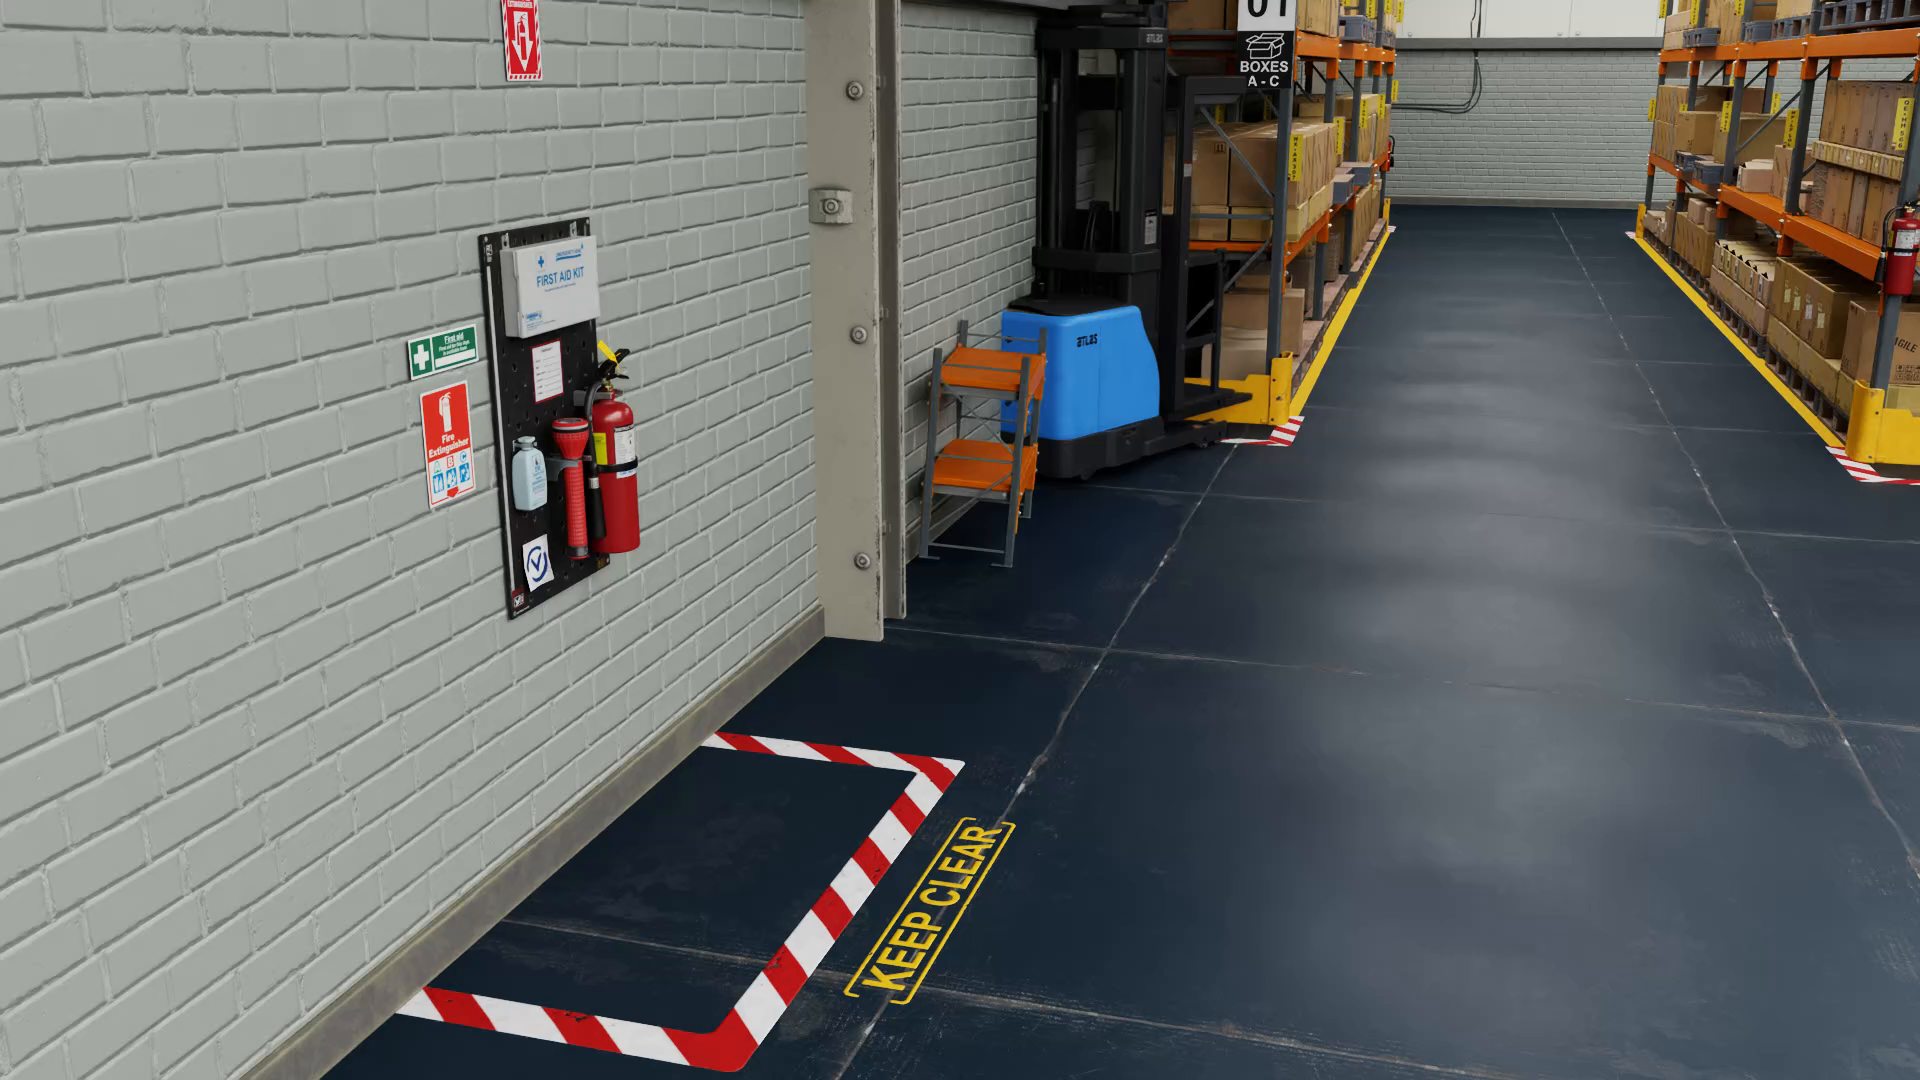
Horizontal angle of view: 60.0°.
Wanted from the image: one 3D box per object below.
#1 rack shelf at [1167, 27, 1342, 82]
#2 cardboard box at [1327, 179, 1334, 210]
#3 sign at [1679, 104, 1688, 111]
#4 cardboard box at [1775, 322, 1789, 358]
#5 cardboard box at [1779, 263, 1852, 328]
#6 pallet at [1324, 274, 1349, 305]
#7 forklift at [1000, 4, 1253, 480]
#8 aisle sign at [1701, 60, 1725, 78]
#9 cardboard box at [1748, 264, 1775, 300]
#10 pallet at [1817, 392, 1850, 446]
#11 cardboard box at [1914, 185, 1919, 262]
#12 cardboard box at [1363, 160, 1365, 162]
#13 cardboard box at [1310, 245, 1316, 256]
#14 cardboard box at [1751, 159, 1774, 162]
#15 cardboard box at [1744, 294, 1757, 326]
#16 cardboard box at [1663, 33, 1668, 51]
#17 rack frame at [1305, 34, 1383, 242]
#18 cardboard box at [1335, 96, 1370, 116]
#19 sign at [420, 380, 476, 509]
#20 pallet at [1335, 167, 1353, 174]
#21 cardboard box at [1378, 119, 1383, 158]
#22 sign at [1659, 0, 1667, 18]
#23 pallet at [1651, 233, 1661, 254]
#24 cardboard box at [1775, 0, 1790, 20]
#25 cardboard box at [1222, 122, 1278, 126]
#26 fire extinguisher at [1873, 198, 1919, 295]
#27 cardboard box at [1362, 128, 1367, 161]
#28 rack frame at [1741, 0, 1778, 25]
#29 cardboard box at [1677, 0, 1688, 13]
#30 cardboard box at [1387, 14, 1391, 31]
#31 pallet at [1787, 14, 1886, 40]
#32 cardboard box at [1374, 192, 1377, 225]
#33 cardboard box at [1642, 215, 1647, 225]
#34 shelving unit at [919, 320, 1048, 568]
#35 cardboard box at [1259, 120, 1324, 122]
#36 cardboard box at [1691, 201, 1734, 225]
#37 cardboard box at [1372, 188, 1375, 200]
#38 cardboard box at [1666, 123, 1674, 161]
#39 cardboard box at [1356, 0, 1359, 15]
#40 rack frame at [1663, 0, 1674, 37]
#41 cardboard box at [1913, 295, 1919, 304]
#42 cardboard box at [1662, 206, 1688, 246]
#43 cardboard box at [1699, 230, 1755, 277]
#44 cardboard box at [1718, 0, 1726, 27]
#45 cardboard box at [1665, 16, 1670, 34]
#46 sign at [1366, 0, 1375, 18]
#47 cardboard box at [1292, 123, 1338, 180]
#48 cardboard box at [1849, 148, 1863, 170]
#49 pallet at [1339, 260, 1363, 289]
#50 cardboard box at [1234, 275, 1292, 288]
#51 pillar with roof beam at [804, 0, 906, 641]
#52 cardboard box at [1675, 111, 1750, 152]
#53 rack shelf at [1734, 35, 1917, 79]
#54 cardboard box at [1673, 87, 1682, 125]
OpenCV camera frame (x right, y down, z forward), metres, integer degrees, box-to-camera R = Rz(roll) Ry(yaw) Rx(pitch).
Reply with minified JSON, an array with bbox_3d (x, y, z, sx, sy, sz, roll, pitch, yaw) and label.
[{"bbox_3d":[2.442,-3.978,13.678,1.077,0.370,4.000,5,16,16],"label":"rack shelf"},{"bbox_3d":[3.166,-3.194,15.332,0.500,0.250,0.500,5,16,16],"label":"cardboard box"},{"bbox_3d":[9.512,-5.571,21.885,0.100,0.325,0.005,5,16,16],"label":"sign"},{"bbox_3d":[7.192,-1.672,13.997,0.500,0.250,0.500,5,16,16],"label":"cardboard box"},{"bbox_3d":[7.194,-2.033,13.893,0.500,0.500,0.500,5,16,16],"label":"cardboard box"},{"bbox_3d":[3.924,-2.905,19.184,1.003,0.211,1.213,5,16,16],"label":"pallet"},{"bbox_3d":[1.232,-2.125,11.449,1.130,2.935,3.031,13,20,38],"label":"forklift"},{"bbox_3d":[11.484,-7.405,25.176,0.394,0.787,0.004,5,16,16],"label":"aisle sign"},{"bbox_3d":[7.743,-2.435,15.658,0.500,0.311,0.500,5,17,17],"label":"cardboard box"},{"bbox_3d":[6.801,-0.836,11.891,1.003,0.211,1.213,5,16,16],"label":"pallet"},{"bbox_3d":[6.769,-2.144,11.207,0.700,0.500,0.500,5,16,16],"label":"cardboard box"},{"bbox_3d":[5.142,-5.011,21.923,0.380,0.149,0.250,5,16,16],"label":"cardboard box"},{"bbox_3d":[3.486,-2.877,17.749,0.700,0.500,0.500,5,17,17],"label":"cardboard box"},{"bbox_3d":[8.752,-3.933,17.861,0.500,0.311,0.500,6,17,19],"label":"cardboard box"},{"bbox_3d":[7.746,-2.163,15.729,0.500,0.250,0.500,4,16,15],"label":"cardboard box"},{"bbox_3d":[10.781,-7.417,24.759,0.500,0.250,0.500,5,16,16],"label":"cardboard box"},{"bbox_3d":[5.284,-5.497,23.213,1.000,3.000,0.127,5,16,16],"label":"rack frame"},{"bbox_3d":[4.814,-5.383,20.671,0.500,0.250,0.500,5,17,16],"label":"cardboard box"},{"bbox_3d":[-1.457,-0.275,4.737,0.001,0.329,0.234,5,16,16],"label":"sign"},{"bbox_3d":[3.624,-3.837,17.713,1.003,0.211,1.213,5,16,16],"label":"pallet"},{"bbox_3d":[5.666,-5.973,24.340,0.980,0.700,0.700,4,16,14],"label":"cardboard box"},{"bbox_3d":[10.651,-8.066,25.172,0.100,0.325,0.005,5,16,16],"label":"sign"},{"bbox_3d":[10.575,-4.272,24.005,1.003,0.211,1.213,5,16,16],"label":"pallet"},{"bbox_3d":[8.823,-5.517,17.293,0.500,0.250,0.500,3,16,12],"label":"cardboard box"},{"bbox_3d":[2.677,-3.596,15.373,0.500,0.500,0.500,4,16,15],"label":"cardboard box"},{"bbox_3d":[6.145,-1.942,10.822,0.296,0.674,0.183,5,16,16],"label":"fire extinguisher"},{"bbox_3d":[4.688,-4.895,20.325,0.500,0.500,0.500,5,17,18],"label":"cardboard box"},{"bbox_3d":[8.898,-6.954,17.354,1.000,3.000,0.127,5,16,16],"label":"rack frame"},{"bbox_3d":[10.818,-7.873,24.076,0.700,0.500,0.500,5,16,16],"label":"cardboard box"},{"bbox_3d":[5.892,-7.411,23.785,0.500,0.250,0.500,4,16,15],"label":"cardboard box"},{"bbox_3d":[7.999,-4.604,14.917,0.805,0.209,1.217,4,16,14],"label":"pallet"},{"bbox_3d":[6.033,-5.090,25.588,0.700,0.500,0.500,4,16,14],"label":"cardboard box"},{"bbox_3d":[10.723,-4.918,25.589,0.380,0.149,0.250,5,16,16],"label":"cardboard box"},{"bbox_3d":[0.140,-0.558,9.170,0.538,1.125,1.048,6,16,6],"label":"shelving unit"},{"bbox_3d":[3.511,-4.115,17.350,0.700,0.500,0.500,7,17,24],"label":"cardboard box"},{"bbox_3d":[9.237,-3.983,20.276,0.500,0.250,0.500,4,16,15],"label":"cardboard box"},{"bbox_3d":[5.867,-5.072,24.336,0.380,0.149,0.250,5,17,18],"label":"cardboard box"},{"bbox_3d":[10.219,-5.582,23.330,0.500,0.500,0.500,5,17,17],"label":"cardboard box"},{"bbox_3d":[4.832,-6.828,21.417,0.700,0.500,0.500,4,16,15],"label":"cardboard box"},{"bbox_3d":[11.171,-9.047,24.733,1.000,3.000,0.127,5,16,16],"label":"rack frame"},{"bbox_3d":[7.130,-1.469,11.905,0.500,0.500,0.500,5,16,16],"label":"cardboard box"},{"bbox_3d":[9.924,-4.294,22.746,0.500,0.500,0.500,5,16,16],"label":"cardboard box"},{"bbox_3d":[8.938,-3.339,19.381,0.500,0.500,0.500,5,17,18],"label":"cardboard box"},{"bbox_3d":[9.653,-6.553,20.301,0.600,0.600,0.600,4,16,15],"label":"cardboard box"},{"bbox_3d":[10.776,-7.658,24.692,0.500,0.250,0.500,5,16,16],"label":"cardboard box"},{"bbox_3d":[4.667,-6.100,18.894,0.100,0.325,0.005,5,16,16],"label":"sign"},{"bbox_3d":[3.173,-3.555,15.229,0.500,0.500,0.500,5,16,16],"label":"cardboard box"},{"bbox_3d":[7.062,-2.920,12.756,0.380,0.149,0.250,4,16,15],"label":"cardboard box"},{"bbox_3d":[4.444,-3.310,20.611,1.003,0.211,1.213,5,16,16],"label":"pallet"},{"bbox_3d":[2.754,-2.139,15.147,0.500,0.500,0.500,3,16,12],"label":"cardboard box"},{"bbox_3d":[3.666,-3.590,5.497,9.100,9.000,0.400,5,16,16],"label":"pillar with roof beam"},{"bbox_3d":[9.685,-5.258,21.416,0.700,0.500,0.500,-1,16,-3],"label":"cardboard box"},{"bbox_3d":[8.329,-4.641,16.017,1.077,0.370,4.000,5,16,16],"label":"rack shelf"},{"bbox_3d":[10.073,-5.930,22.723,0.500,0.500,0.500,4,16,15],"label":"cardboard box"}]
